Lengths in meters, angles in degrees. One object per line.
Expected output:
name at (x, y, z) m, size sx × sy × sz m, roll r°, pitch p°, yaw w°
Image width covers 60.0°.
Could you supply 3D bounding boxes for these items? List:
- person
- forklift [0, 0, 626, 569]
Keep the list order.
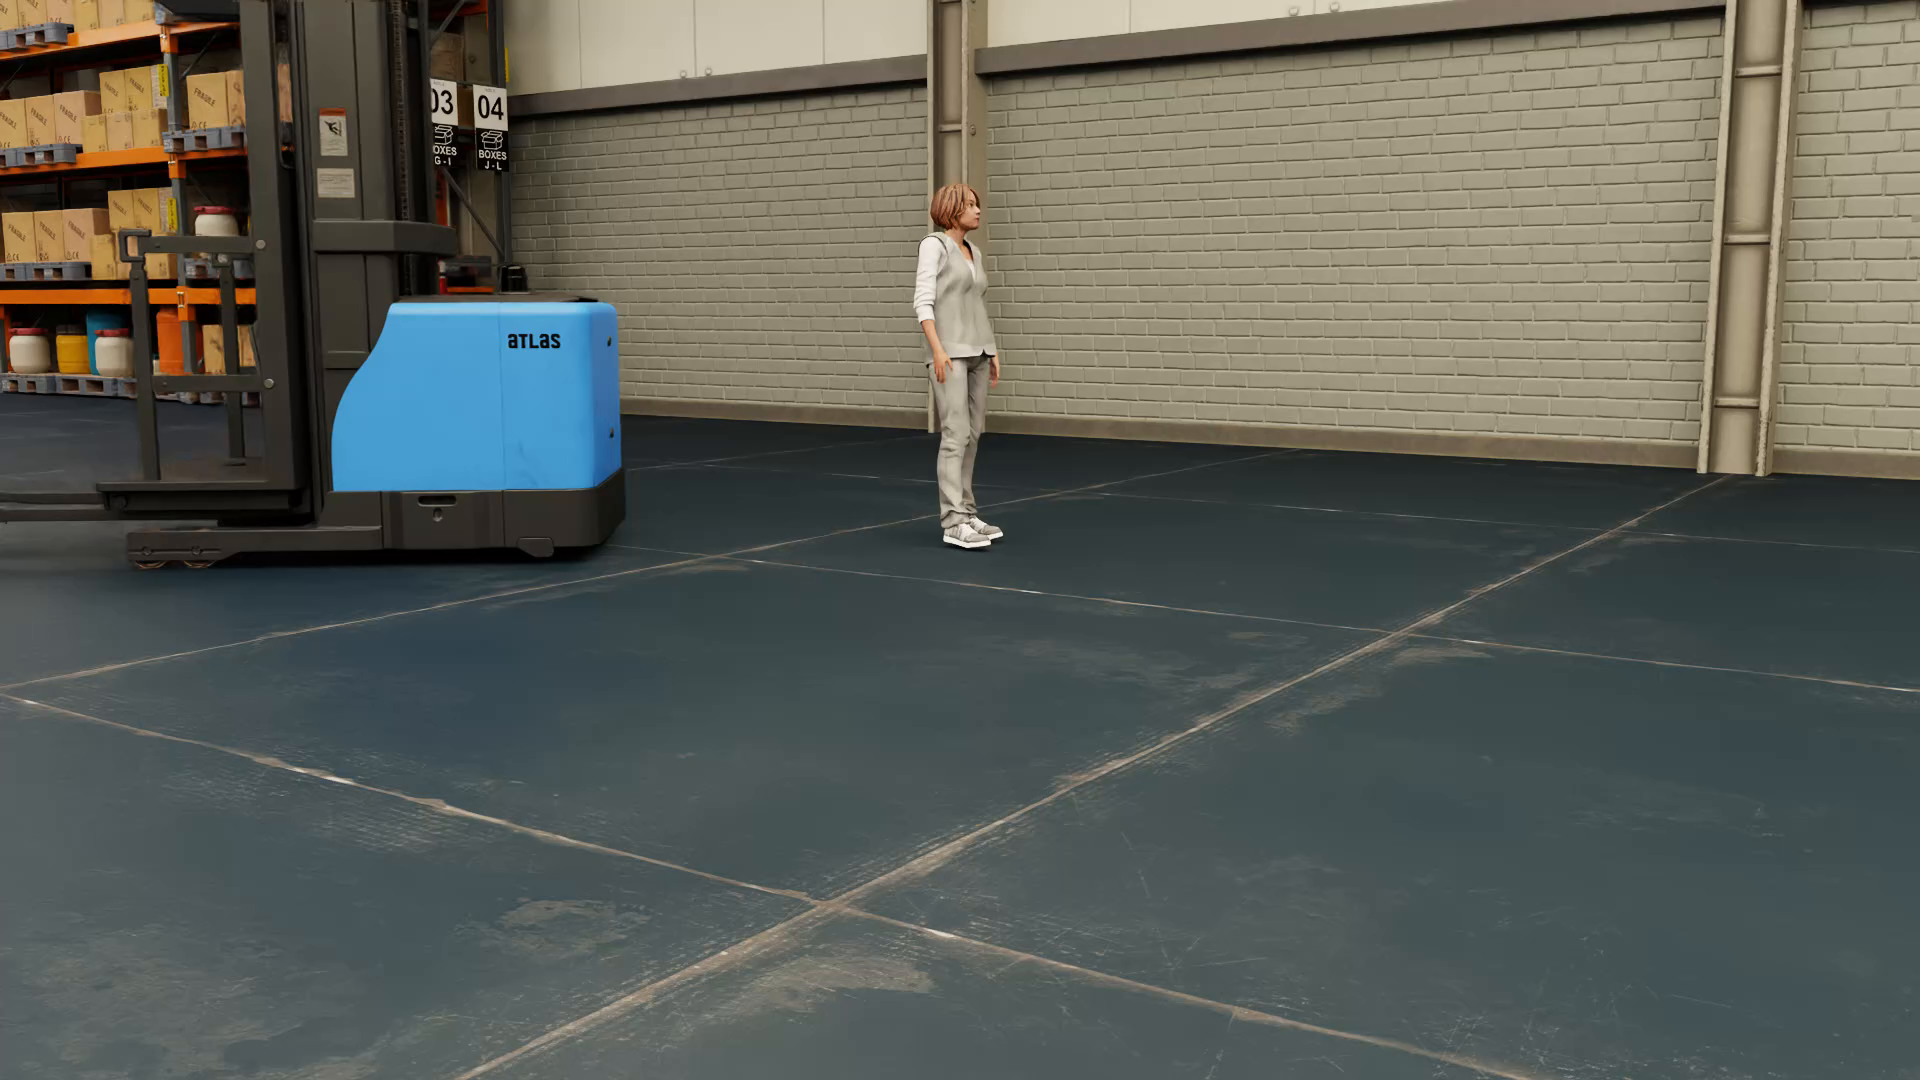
person at (0.053, -0.790, 7.438) m, size 0.475 × 1.596 × 0.521 m, roll 5°, pitch 10°, yaw 34°
forklift at (-3.051, -1.409, 7.100) m, size 3.031 × 2.935 × 1.130 m, roll -1°, pitch 8°, yaw -4°
